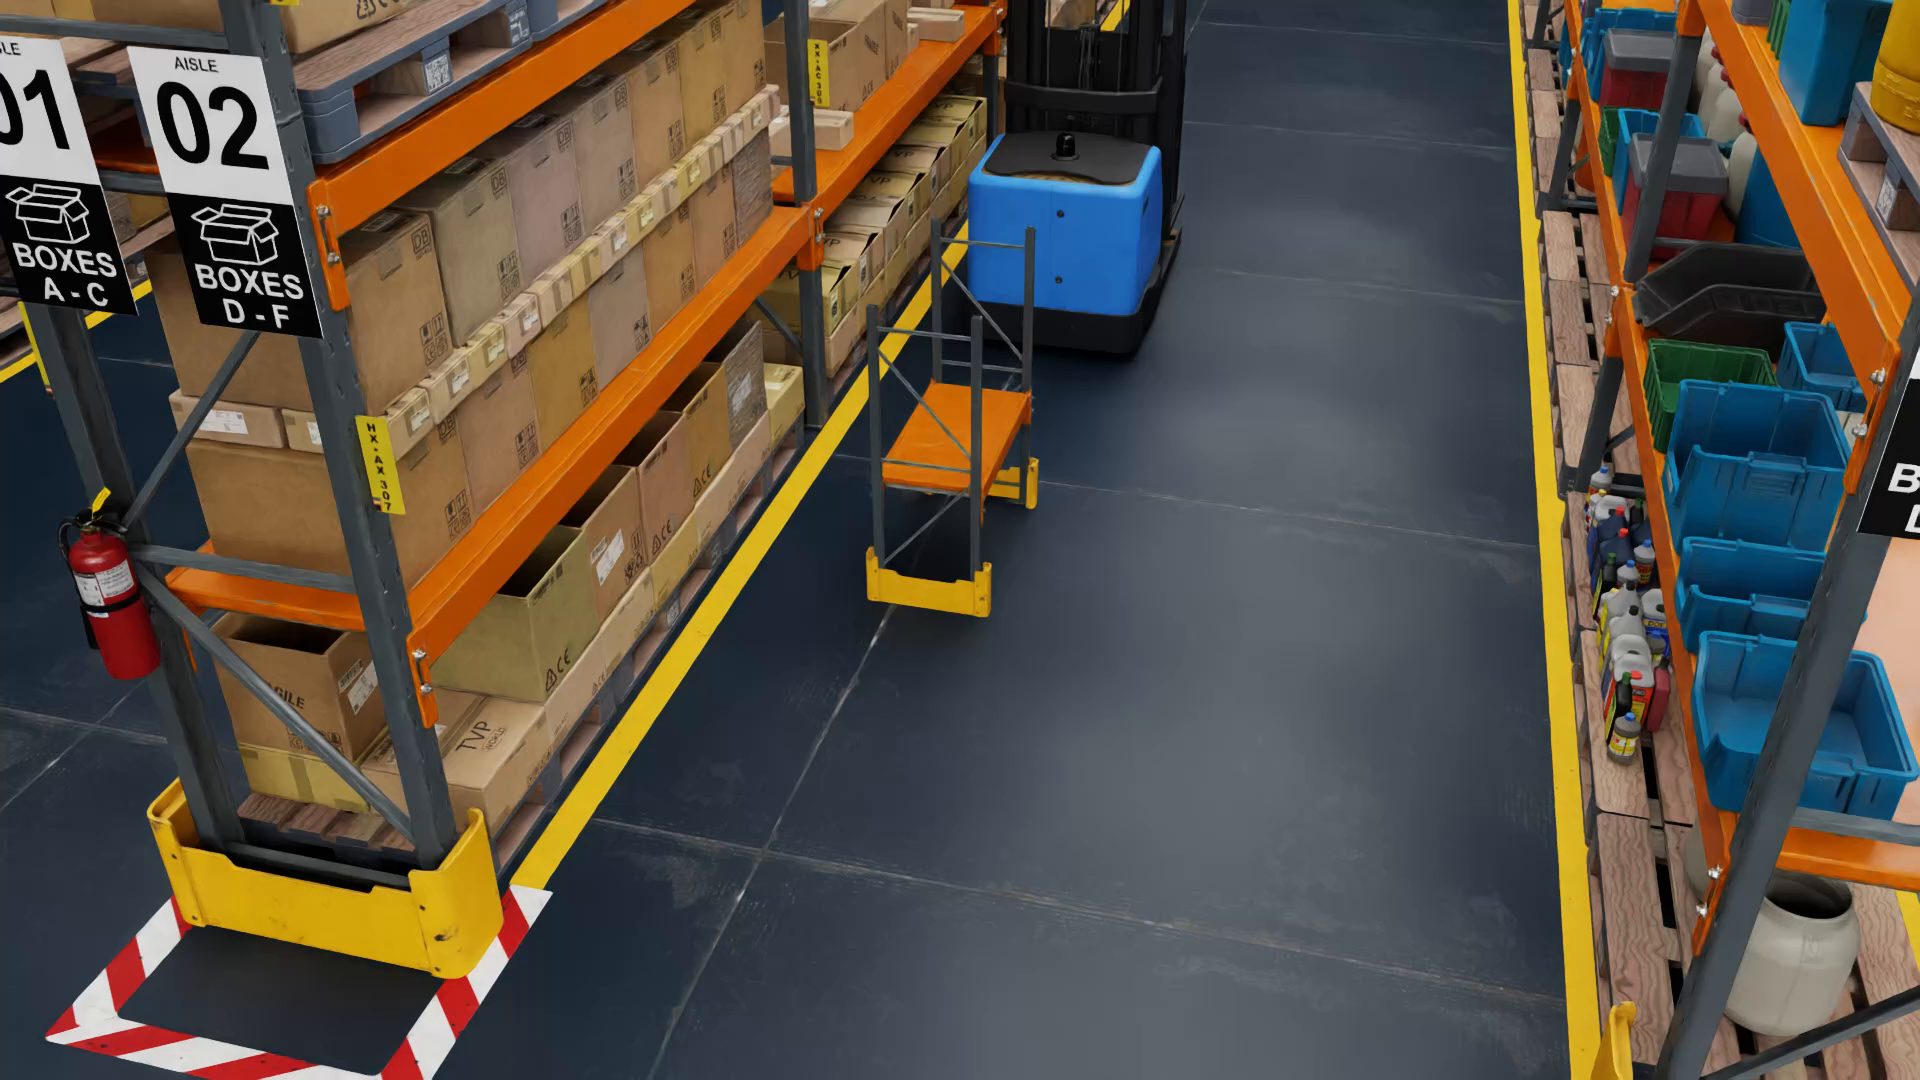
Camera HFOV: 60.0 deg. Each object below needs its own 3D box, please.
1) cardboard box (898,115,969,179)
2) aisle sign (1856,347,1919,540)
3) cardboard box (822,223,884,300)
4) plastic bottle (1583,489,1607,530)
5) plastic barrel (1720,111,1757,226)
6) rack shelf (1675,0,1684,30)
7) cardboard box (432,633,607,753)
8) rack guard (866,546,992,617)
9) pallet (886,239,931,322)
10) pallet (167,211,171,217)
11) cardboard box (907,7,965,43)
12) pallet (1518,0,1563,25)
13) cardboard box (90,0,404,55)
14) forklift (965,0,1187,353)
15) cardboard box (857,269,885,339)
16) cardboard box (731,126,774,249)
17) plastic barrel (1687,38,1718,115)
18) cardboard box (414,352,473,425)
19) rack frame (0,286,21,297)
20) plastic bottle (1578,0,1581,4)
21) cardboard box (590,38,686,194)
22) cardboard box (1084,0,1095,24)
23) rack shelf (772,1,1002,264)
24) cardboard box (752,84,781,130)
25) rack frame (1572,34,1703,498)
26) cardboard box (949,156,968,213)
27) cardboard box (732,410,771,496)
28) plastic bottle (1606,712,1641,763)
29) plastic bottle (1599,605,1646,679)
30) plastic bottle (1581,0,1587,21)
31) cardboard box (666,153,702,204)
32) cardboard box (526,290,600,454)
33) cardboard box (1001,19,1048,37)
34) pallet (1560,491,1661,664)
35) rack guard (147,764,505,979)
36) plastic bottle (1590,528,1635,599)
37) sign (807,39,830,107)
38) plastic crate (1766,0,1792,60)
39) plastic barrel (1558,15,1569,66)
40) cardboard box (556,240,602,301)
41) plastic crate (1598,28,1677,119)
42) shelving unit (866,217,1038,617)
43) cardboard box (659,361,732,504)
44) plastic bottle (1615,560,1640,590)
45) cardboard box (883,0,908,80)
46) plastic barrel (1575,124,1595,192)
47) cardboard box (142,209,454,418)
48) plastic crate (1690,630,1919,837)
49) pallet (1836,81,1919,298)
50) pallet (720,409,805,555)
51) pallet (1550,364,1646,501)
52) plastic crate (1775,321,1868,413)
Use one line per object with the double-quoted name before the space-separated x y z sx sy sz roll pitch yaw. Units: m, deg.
"cardboard box" -0.239 -2.729 11.395 0.500 0.311 0.500 8 33 12
"aisle sign" 2.235 -0.324 3.540 0.394 0.787 0.004 8 33 12
"cardboard box" -0.756 -1.669 9.727 0.500 0.311 0.500 8 33 12
"plastic bottle" 3.025 -0.145 7.881 0.097 0.201 0.097 0 32 0
"plastic barrel" 4.011 -1.823 8.195 0.433 0.535 0.433 0 32 0
"rack shelf" 4.064 -3.299 8.518 1.077 0.370 4.000 8 33 12
"cardboard box" -1.775 0.575 6.720 0.500 0.250 0.500 8 33 12
"rack guard" -0.146 0.192 7.714 0.587 0.250 0.087 8 33 12
"pallet" -0.777 -1.821 10.918 1.003 0.211 1.213 8 33 12
"pallet" -5.523 -2.510 12.002 1.003 0.211 1.213 8 33 12
"cardboard box" -0.180 -3.441 11.101 0.380 0.149 0.250 8 33 12
"pallet" 6.043 -5.296 16.383 1.003 0.211 1.213 8 33 12
"cardboard box" -2.099 -1.743 4.782 0.797 0.503 0.637 10 34 16
"forklift" 0.887 -3.126 10.435 1.130 2.935 3.031 8 33 12
"cardboard box" -0.761 -1.433 9.880 0.500 0.250 0.500 9 33 14
"cardboard box" -1.341 -1.787 8.171 0.700 0.500 0.500 7 33 11
"plastic barrel" 4.410 -2.640 9.503 0.421 0.512 0.421 0 32 0
"cardboard box" -1.877 -0.527 5.586 0.380 0.149 0.250 7 33 11
"rack frame" -6.027 -2.648 9.619 1.000 3.000 0.127 8 33 12
"plastic bottle" 4.441 -3.888 11.755 0.097 0.201 0.097 0 32 0
"cardboard box" -1.595 -1.812 7.002 0.700 0.500 0.500 8 33 12
"cardboard box" 0.948 -4.963 15.180 0.500 0.500 0.500 8 33 12
"rack shelf" -0.727 -2.710 10.387 1.077 0.370 4.000 8 33 12
"cardboard box" -1.096 -2.121 8.093 0.380 0.149 0.250 8 33 12
"rack frame" 3.556 -1.299 7.498 1.000 3.000 0.127 8 33 12
"cardboard box" -0.244 -2.494 11.548 0.500 0.250 0.500 8 33 12
"cardboard box" -1.277 -0.464 8.355 0.500 0.250 0.500 8 33 12
"plastic bottle" 2.583 0.759 6.458 0.097 0.201 0.097 0 32 0
"plastic bottle" 2.747 0.411 6.867 0.144 0.351 0.185 9 34 14
"plastic bottle" 4.320 -3.713 11.404 0.061 0.283 0.133 8 33 12
"cardboard box" -1.356 -1.593 7.263 0.380 0.149 0.250 8 33 12
"cardboard box" -1.858 -0.712 6.482 0.700 0.500 0.500 8 33 13
"cardboard box" 0.433 -3.911 13.526 0.500 0.500 0.500 8 33 12
"pallet" 3.345 0.221 7.706 1.003 0.211 1.213 8 33 12
"rack guard" -2.255 1.168 5.947 1.175 0.500 0.348 8 33 12
"plastic bottle" 2.902 0.093 7.366 0.144 0.351 0.185 7 33 10
"sign" -0.697 -2.299 8.190 0.100 0.325 0.005 8 33 12
"plastic crate" 2.892 -1.694 5.520 0.336 0.188 0.450 8 33 12
"plastic barrel" 5.432 -4.462 14.038 0.600 0.901 0.708 8 33 12
"cardboard box" -1.616 -1.059 6.421 0.380 0.149 0.250 8 33 12
"plastic crate" 3.865 -2.605 9.492 0.402 0.464 0.583 8 33 12
"shelving unit" -0.019 -0.593 7.785 0.587 1.500 1.083 8 33 12
"cardboard box" -1.402 -0.520 7.745 0.500 0.500 0.500 8 33 12
"plastic bottle" 2.901 0.208 7.259 0.097 0.271 0.097 0 32 0
"cardboard box" -0.629 -3.220 10.427 0.500 0.500 0.500 6 33 10
"plastic barrel" 4.679 -2.892 11.635 0.600 0.830 0.708 8 33 12
"cardboard box" -2.105 -0.757 5.343 0.700 0.500 0.500 8 33 13
"plastic crate" 2.379 0.539 4.745 0.499 0.251 0.616 8 33 12
"pallet" 2.846 -0.826 4.133 1.003 0.211 1.213 8 33 12
"pallet" -1.476 -0.392 8.669 1.003 0.211 1.213 8 33 12
"pallet" 3.718 -0.535 8.895 1.003 0.211 1.213 8 33 12
"plastic crate" 3.538 -0.625 6.576 0.499 0.251 0.616 8 33 12
